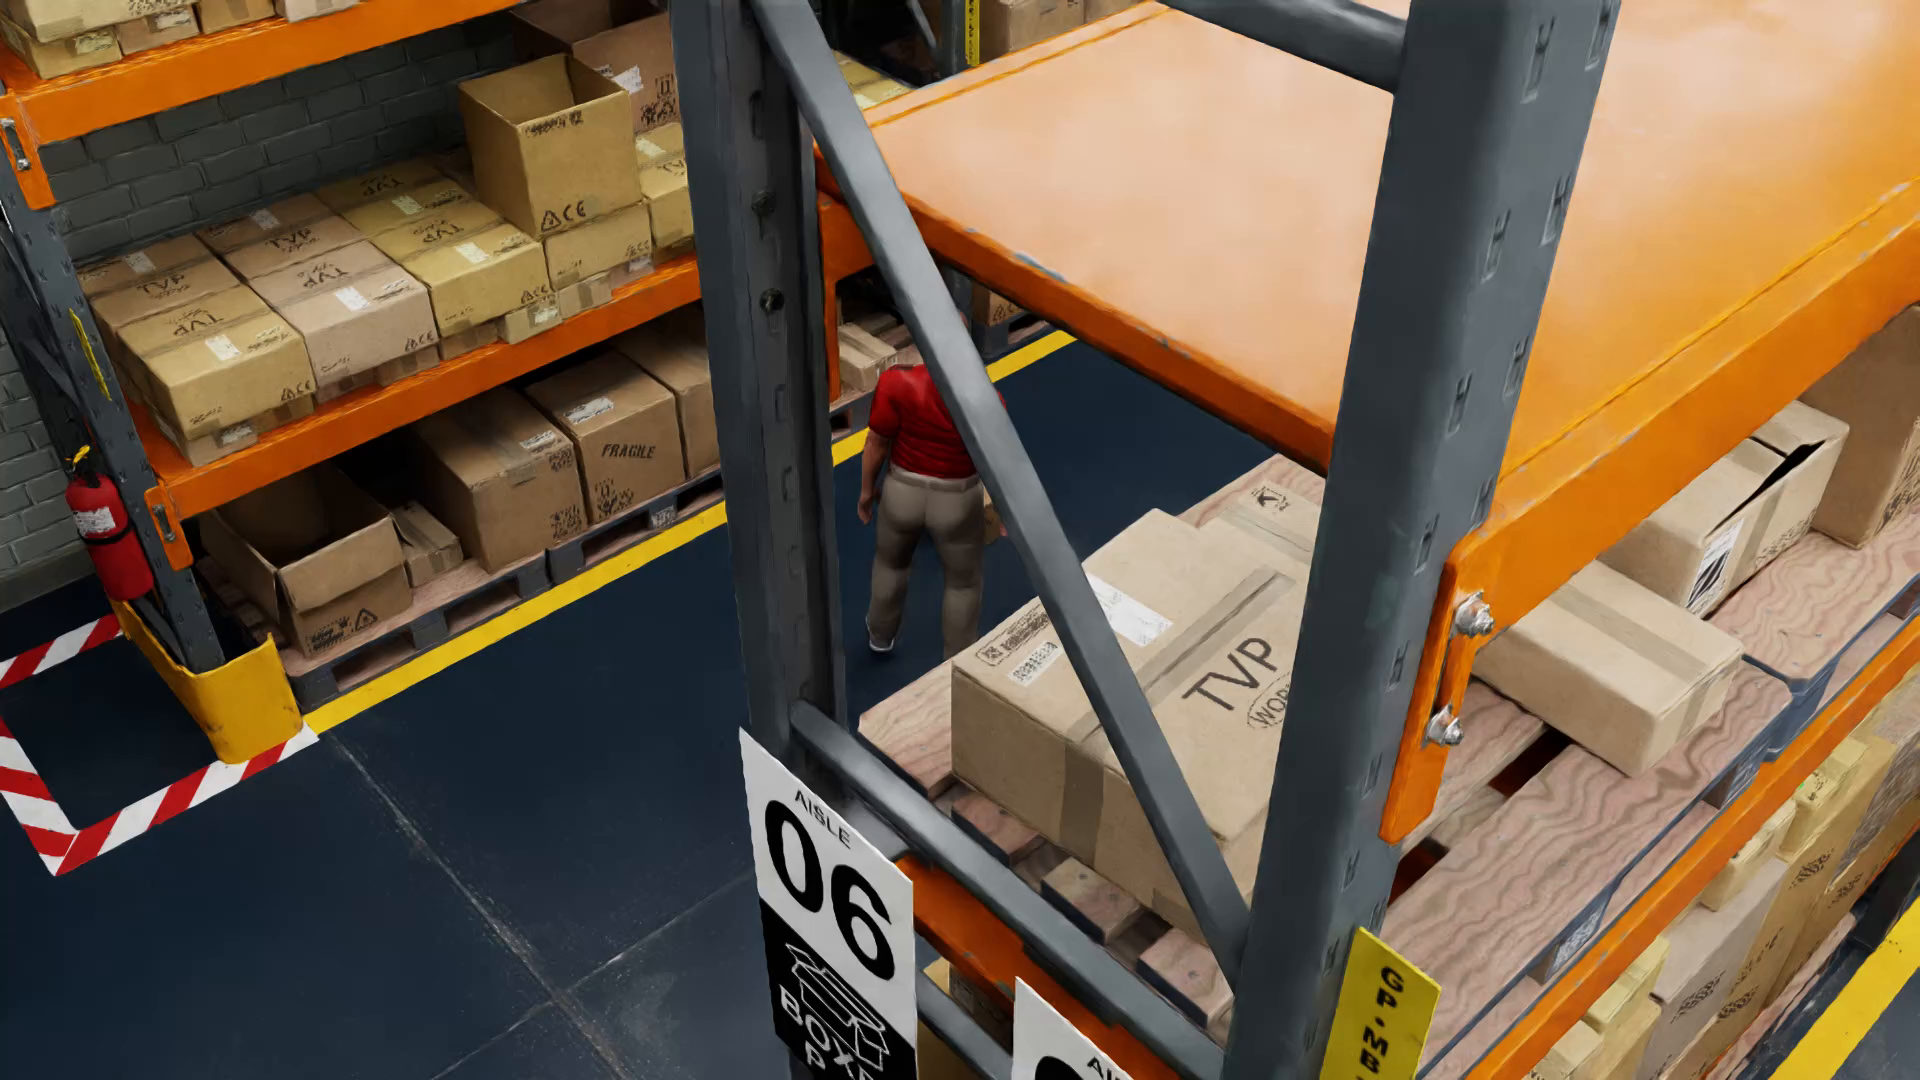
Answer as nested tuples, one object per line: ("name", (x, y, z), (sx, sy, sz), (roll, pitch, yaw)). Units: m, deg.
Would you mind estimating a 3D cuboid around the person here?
("person", (-0.105, -0.183, 6.684), (0.683, 1.731, 0.455), (8, 40, 9))
